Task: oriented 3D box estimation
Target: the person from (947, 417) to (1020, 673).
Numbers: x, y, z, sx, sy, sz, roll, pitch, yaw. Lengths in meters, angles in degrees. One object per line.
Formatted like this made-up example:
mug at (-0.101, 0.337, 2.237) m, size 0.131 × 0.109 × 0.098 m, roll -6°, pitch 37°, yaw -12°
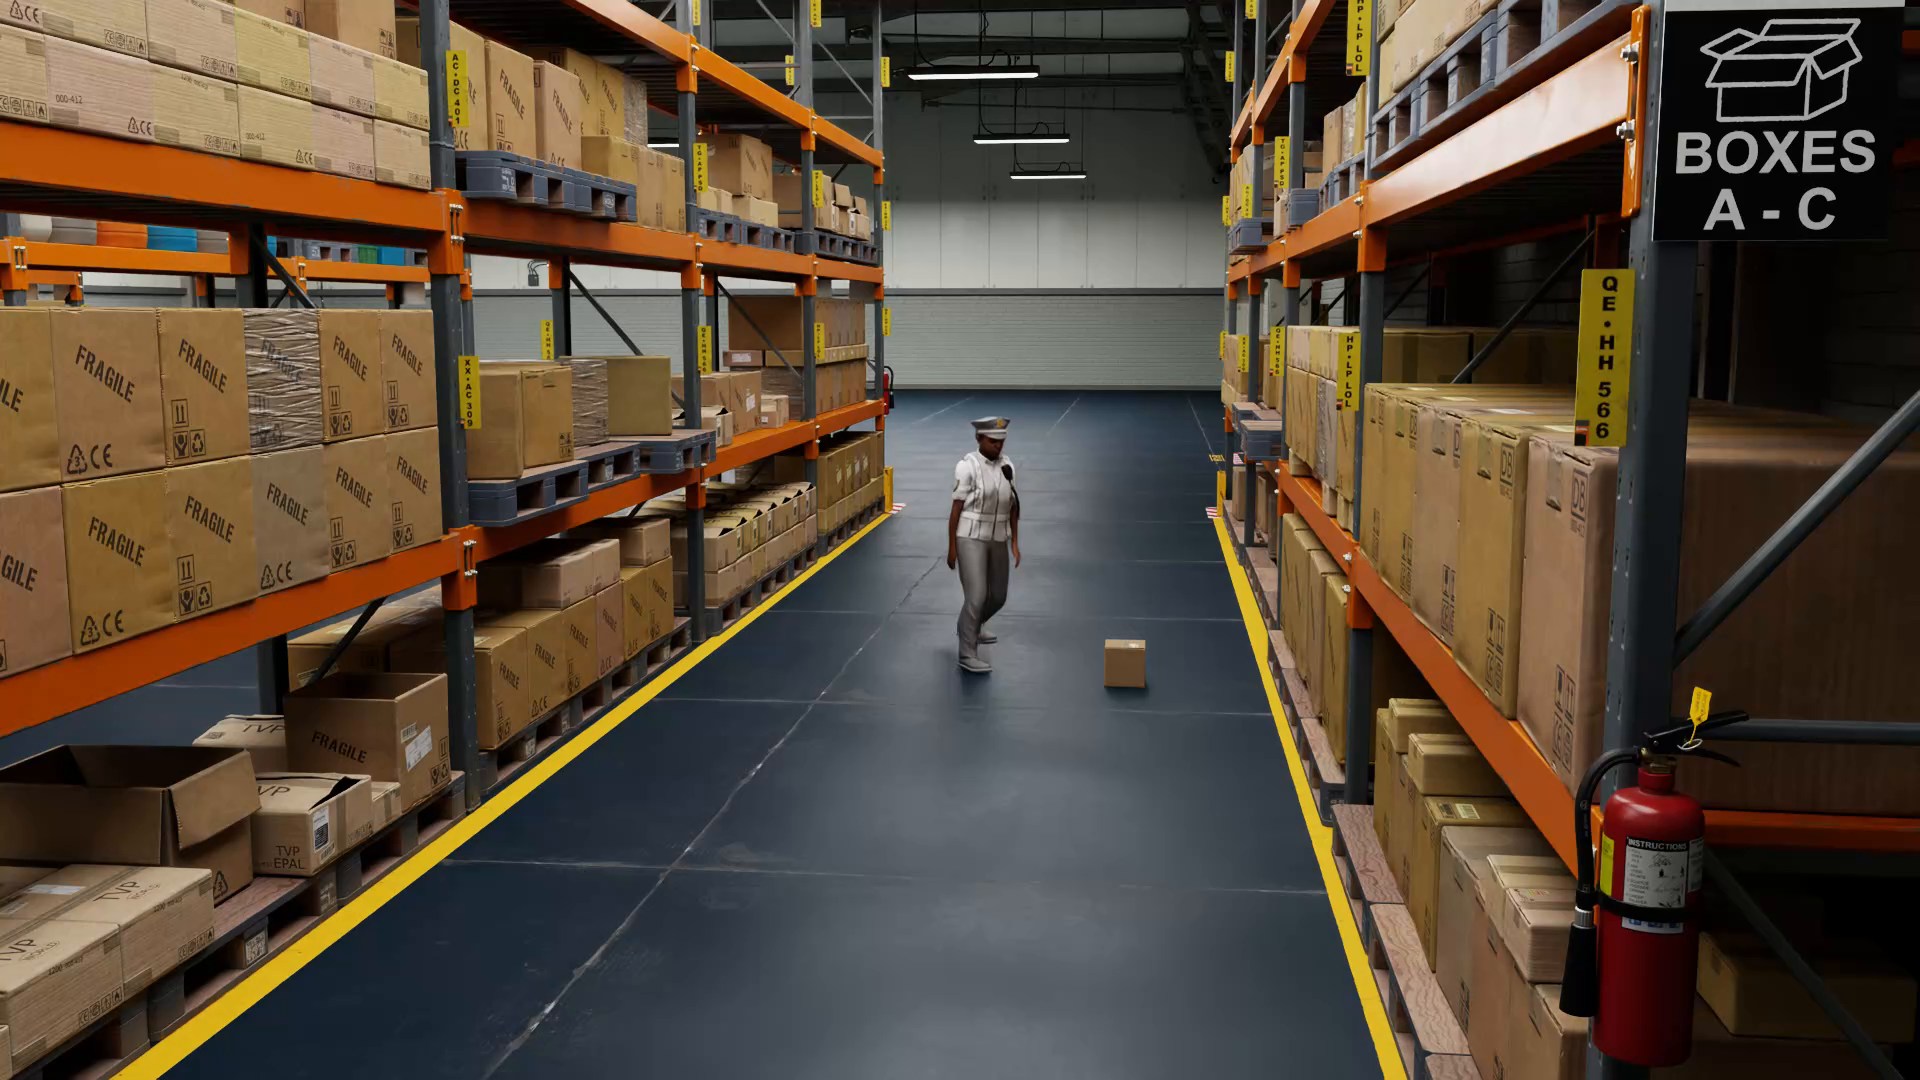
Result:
person at (0.122, -0.003, 10.879) m, size 0.542 × 1.623 × 0.738 m, roll -5°, pitch 9°, yaw -33°
